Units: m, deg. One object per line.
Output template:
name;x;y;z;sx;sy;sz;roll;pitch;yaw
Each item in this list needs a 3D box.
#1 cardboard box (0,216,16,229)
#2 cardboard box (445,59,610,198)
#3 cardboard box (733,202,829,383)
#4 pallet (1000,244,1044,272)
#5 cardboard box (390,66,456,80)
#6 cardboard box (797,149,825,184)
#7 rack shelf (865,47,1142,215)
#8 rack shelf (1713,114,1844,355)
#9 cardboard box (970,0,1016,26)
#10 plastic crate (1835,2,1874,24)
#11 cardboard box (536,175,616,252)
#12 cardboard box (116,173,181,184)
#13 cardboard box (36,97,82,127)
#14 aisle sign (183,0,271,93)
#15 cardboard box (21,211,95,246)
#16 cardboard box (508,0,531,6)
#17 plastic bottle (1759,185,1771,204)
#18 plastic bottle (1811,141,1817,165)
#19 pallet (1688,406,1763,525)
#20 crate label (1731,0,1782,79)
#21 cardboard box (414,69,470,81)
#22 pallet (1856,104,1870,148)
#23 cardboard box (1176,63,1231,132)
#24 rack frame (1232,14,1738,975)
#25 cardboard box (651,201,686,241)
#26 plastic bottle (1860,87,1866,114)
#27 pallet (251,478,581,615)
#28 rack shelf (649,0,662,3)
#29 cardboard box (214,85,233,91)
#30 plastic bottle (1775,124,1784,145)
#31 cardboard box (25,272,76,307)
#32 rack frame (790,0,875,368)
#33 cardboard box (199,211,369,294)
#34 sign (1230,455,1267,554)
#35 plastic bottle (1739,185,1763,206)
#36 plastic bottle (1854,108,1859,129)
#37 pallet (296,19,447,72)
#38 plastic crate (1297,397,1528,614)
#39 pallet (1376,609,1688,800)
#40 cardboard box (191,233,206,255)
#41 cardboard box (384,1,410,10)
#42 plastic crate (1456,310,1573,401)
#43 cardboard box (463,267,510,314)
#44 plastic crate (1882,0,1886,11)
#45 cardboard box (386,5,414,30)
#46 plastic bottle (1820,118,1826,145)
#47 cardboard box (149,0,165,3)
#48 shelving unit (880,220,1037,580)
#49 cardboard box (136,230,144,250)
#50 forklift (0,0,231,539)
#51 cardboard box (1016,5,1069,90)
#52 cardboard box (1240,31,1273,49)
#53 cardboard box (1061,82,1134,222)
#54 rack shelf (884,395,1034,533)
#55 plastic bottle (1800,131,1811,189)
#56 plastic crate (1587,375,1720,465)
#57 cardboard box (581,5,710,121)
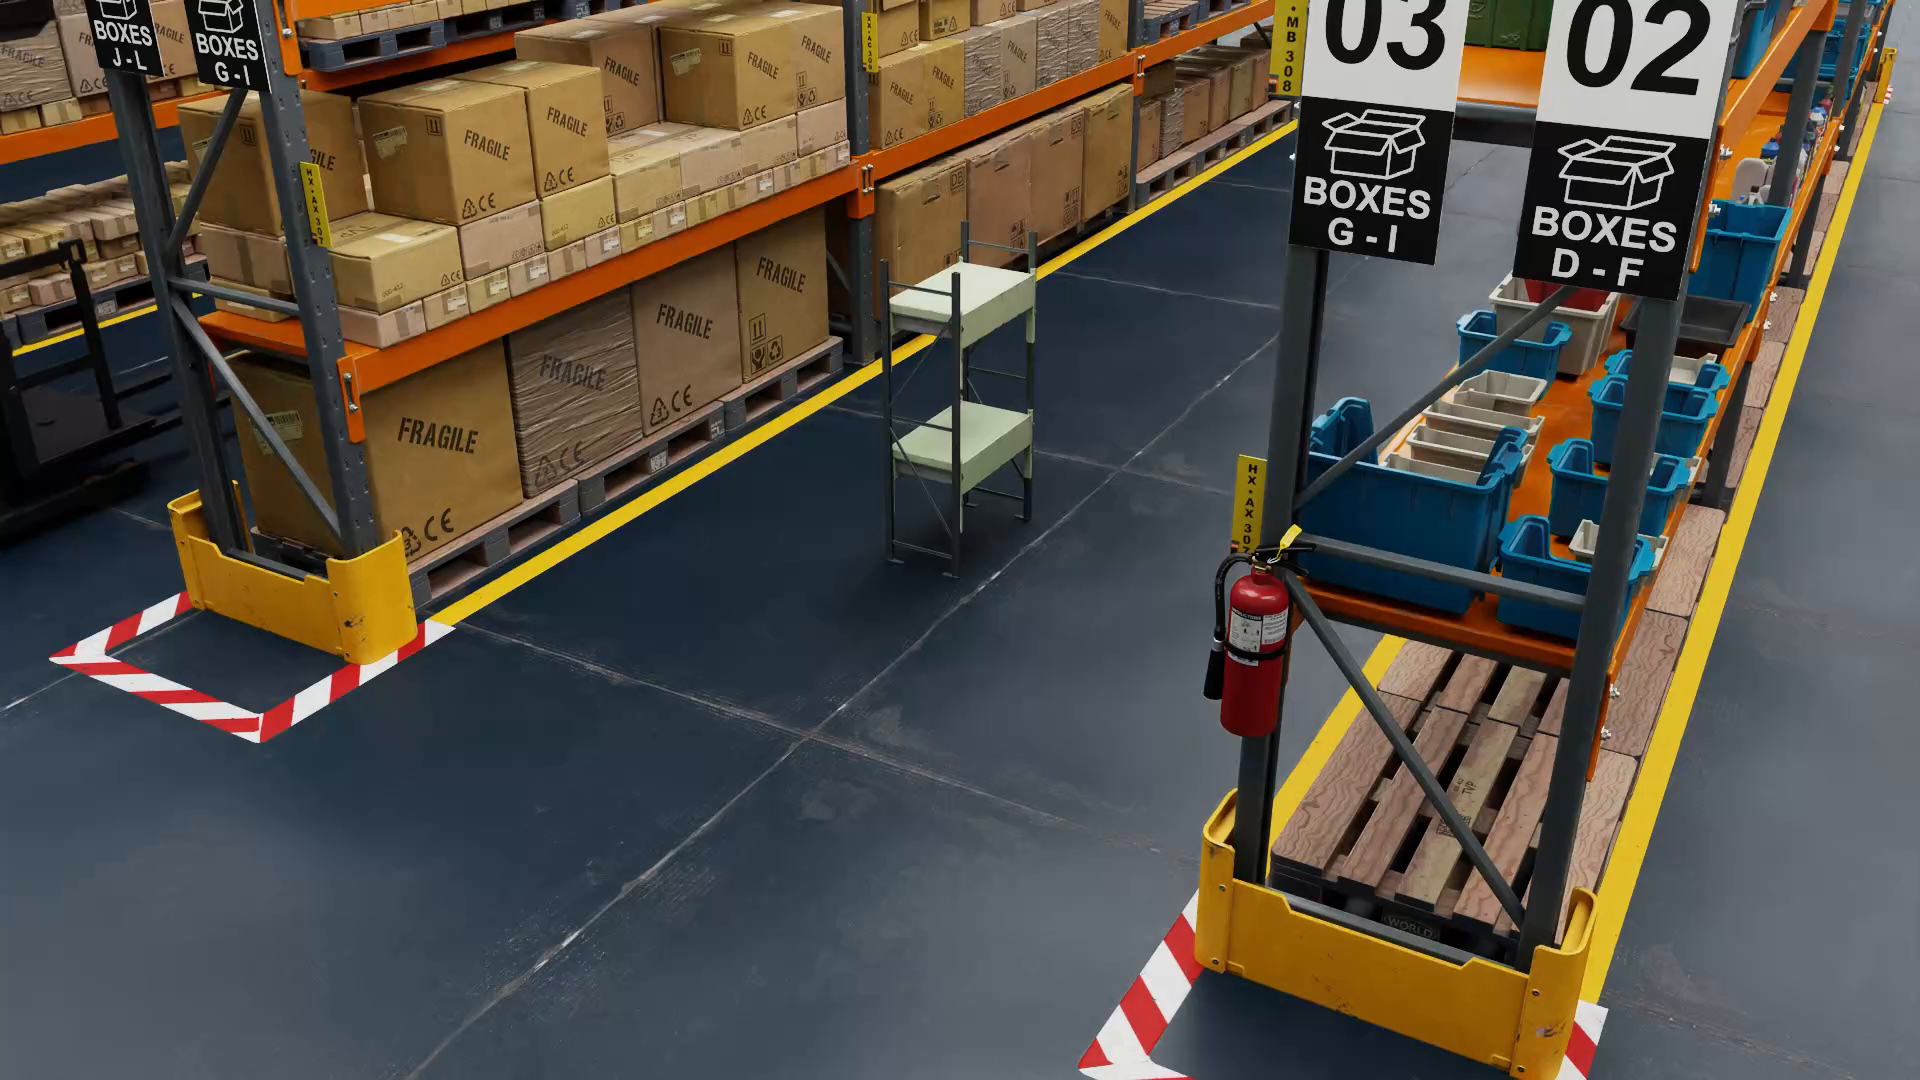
cardboard box;-6.515;-2.064;11.074;0.380;0.149;0.250;13;29;24
cardboard box;-2.002;-1.922;7.737;0.500;0.500;0.500;13;30;25
cardboard box;-1.396;-1.552;9.904;0.875;0.875;0.875;14;30;26
pallet;-0.088;-2.102;12.213;1.003;0.211;1.213;14;30;26
cardboard box;-4.612;-3.844;14.063;0.500;0.250;0.500;13;29;24
cardboard box;-0.993;-2.150;9.475;0.380;0.149;0.250;15;30;27
rack shelf;-0.018;-3.012;11.719;1.077;0.370;4.000;14;30;26
rack shelf;4.295;-1.921;9.541;1.077;0.370;4.000;14;30;26
cardboard box;-0.055;-3.809;11.275;0.797;0.503;0.637;15;30;28
plastic crate;6.340;-3.613;12.046;0.402;0.464;0.583;14;30;26
cardboard box;-1.998;-1.588;7.906;0.500;0.250;0.500;13;29;24
cardboard box;-5.889;-2.572;12.089;0.380;0.149;0.250;14;30;25
cardboard box;-5.913;-2.785;10.744;0.380;0.149;0.250;15;30;27
aisle sign;-2.743;-2.064;6.117;0.394;0.787;0.004;14;30;26
cardboard box;-6.014;-2.072;11.088;0.380;0.149;0.250;14;30;26
cardboard box;-3.780;-4.528;13.756;0.380;0.149;0.250;15;30;28
plastic bottle;4.050;-1.647;8.328;0.152;0.276;0.135;14;30;26
plastic bottle;4.930;-2.285;9.687;0.097;0.201;0.097;0;27;0
pallet;3.727;-0.508;9.029;1.003;0.211;1.213;14;30;26
crate label;2.078;-1.468;4.646;0.408;0.251;0.502;14;30;26
cardboard box;-4.162;-3.727;13.829;0.500;0.250;0.500;15;30;28
pallet;8.212;-4.064;16.133;1.003;0.211;1.213;14;30;26
cardboard box;2.087;-4.116;15.423;0.700;0.500;0.500;12;29;22
rack frame;1.343;0.095;4.708;1.000;3.000;0.127;14;30;26
cardboard box;-1.624;-1.651;8.478;0.380;0.149;0.250;15;30;27
plastic bottle;8.544;-4.214;15.869;0.152;0.276;0.135;14;30;26
pallet;-2.644;-0.077;8.168;1.003;0.211;1.213;14;30;26
rack shelf;-2.318;-5.702;17.094;1.077;0.370;4.000;14;30;26
cardboard box;-5.239;-3.286;11.744;0.380;0.149;0.250;13;30;25
plastic bottle;4.672;-2.233;9.490;0.061;0.283;0.133;14;30;26
cardboard box;-6.066;-1.666;10.942;0.380;0.149;0.250;13;29;24
rack frame;-1.001;-2.554;10.001;1.000;3.000;0.127;14;30;26
cardboard box;-2.962;-1.309;7.348;0.500;0.250;0.500;14;30;25
sign;0.856;-0.092;4.901;0.100;0.325;0.005;14;30;26
plastic bottle;3.786;-1.523;7.997;0.144;0.351;0.185;14;30;26
plastic bottle;8.097;-3.890;15.138;0.144;0.351;0.185;13;29;24
pallet;-4.767;-3.866;12.836;1.003;0.211;1.213;14;30;26
plastic crate;1.345;-0.119;5.030;0.616;0.435;0.499;14;30;26
pallet;2.384;0.556;6.904;1.003;0.211;1.213;14;30;26
cardboard box;-5.441;-2.171;11.951;0.380;0.149;0.250;13;29;24
cardboard box;-4.423;-4.149;12.666;0.380;0.149;0.250;15;30;27
plastic crate;2.130;-0.713;6.444;0.416;0.233;0.300;14;30;26
cardboard box;-2.257;-1.149;7.475;0.380;0.149;0.250;13;30;25
plastic crate;7.615;-4.730;14.416;0.767;0.338;0.504;14;30;26
cardboard box;-4.418;-4.019;12.740;0.380;0.149;0.250;14;30;26
plastic bottle;5.217;-2.513;10.141;0.097;0.201;0.097;0;27;0
cardboard box;-5.515;-3.865;11.059;0.500;0.500;0.500;13;29;25
shelving unit;0.003;-0.673;7.919;0.431;1.500;0.755;14;30;26
cardboard box;-5.704;-2.143;11.563;0.380;0.149;0.250;15;30;27
forklift;-4.924;-1.565;8.101;1.130;2.935;3.031;13;30;25
cardboard box;0.436;-3.515;11.809;0.500;0.500;0.500;13;29;24
cardboard box;3.166;-4.889;16.989;0.500;0.500;0.500;13;29;25
cardboard box;0.609;-3.086;12.969;1.225;0.875;0.875;13;29;24
rack shelf;0.003;-0.382;8.065;0.431;0.370;0.720;14;30;26
plastic bottle;4.618;-2.126;9.202;0.144;0.351;0.185;14;30;26
plastic crate;2.399;-0.393;5.805;0.416;0.233;0.300;14;30;26
cardboard box;-1.709;-2.635;9.160;0.500;0.500;0.500;14;30;26
